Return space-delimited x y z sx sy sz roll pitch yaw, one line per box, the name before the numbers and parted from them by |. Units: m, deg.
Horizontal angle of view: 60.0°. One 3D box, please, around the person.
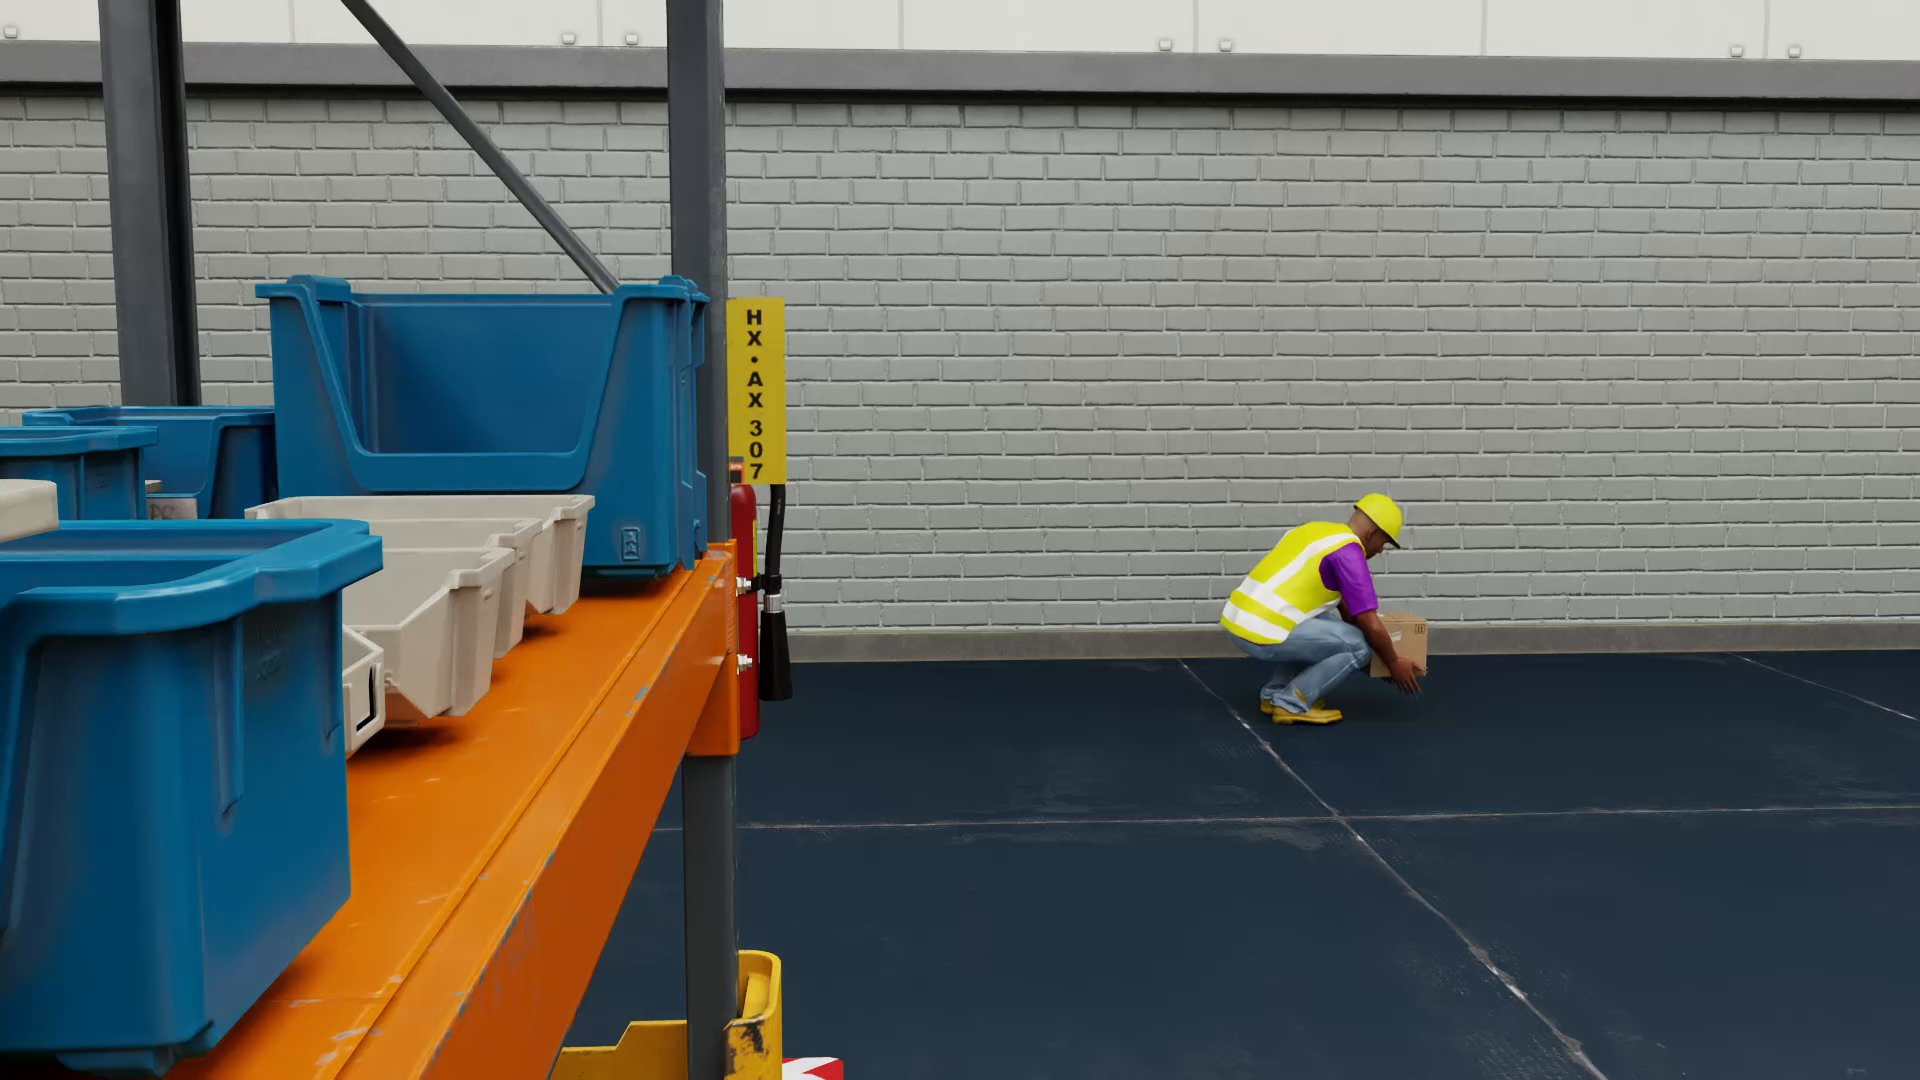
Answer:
person | 1.606 0.298 7.411 0.870 1.003 0.582 -1 7 -4
